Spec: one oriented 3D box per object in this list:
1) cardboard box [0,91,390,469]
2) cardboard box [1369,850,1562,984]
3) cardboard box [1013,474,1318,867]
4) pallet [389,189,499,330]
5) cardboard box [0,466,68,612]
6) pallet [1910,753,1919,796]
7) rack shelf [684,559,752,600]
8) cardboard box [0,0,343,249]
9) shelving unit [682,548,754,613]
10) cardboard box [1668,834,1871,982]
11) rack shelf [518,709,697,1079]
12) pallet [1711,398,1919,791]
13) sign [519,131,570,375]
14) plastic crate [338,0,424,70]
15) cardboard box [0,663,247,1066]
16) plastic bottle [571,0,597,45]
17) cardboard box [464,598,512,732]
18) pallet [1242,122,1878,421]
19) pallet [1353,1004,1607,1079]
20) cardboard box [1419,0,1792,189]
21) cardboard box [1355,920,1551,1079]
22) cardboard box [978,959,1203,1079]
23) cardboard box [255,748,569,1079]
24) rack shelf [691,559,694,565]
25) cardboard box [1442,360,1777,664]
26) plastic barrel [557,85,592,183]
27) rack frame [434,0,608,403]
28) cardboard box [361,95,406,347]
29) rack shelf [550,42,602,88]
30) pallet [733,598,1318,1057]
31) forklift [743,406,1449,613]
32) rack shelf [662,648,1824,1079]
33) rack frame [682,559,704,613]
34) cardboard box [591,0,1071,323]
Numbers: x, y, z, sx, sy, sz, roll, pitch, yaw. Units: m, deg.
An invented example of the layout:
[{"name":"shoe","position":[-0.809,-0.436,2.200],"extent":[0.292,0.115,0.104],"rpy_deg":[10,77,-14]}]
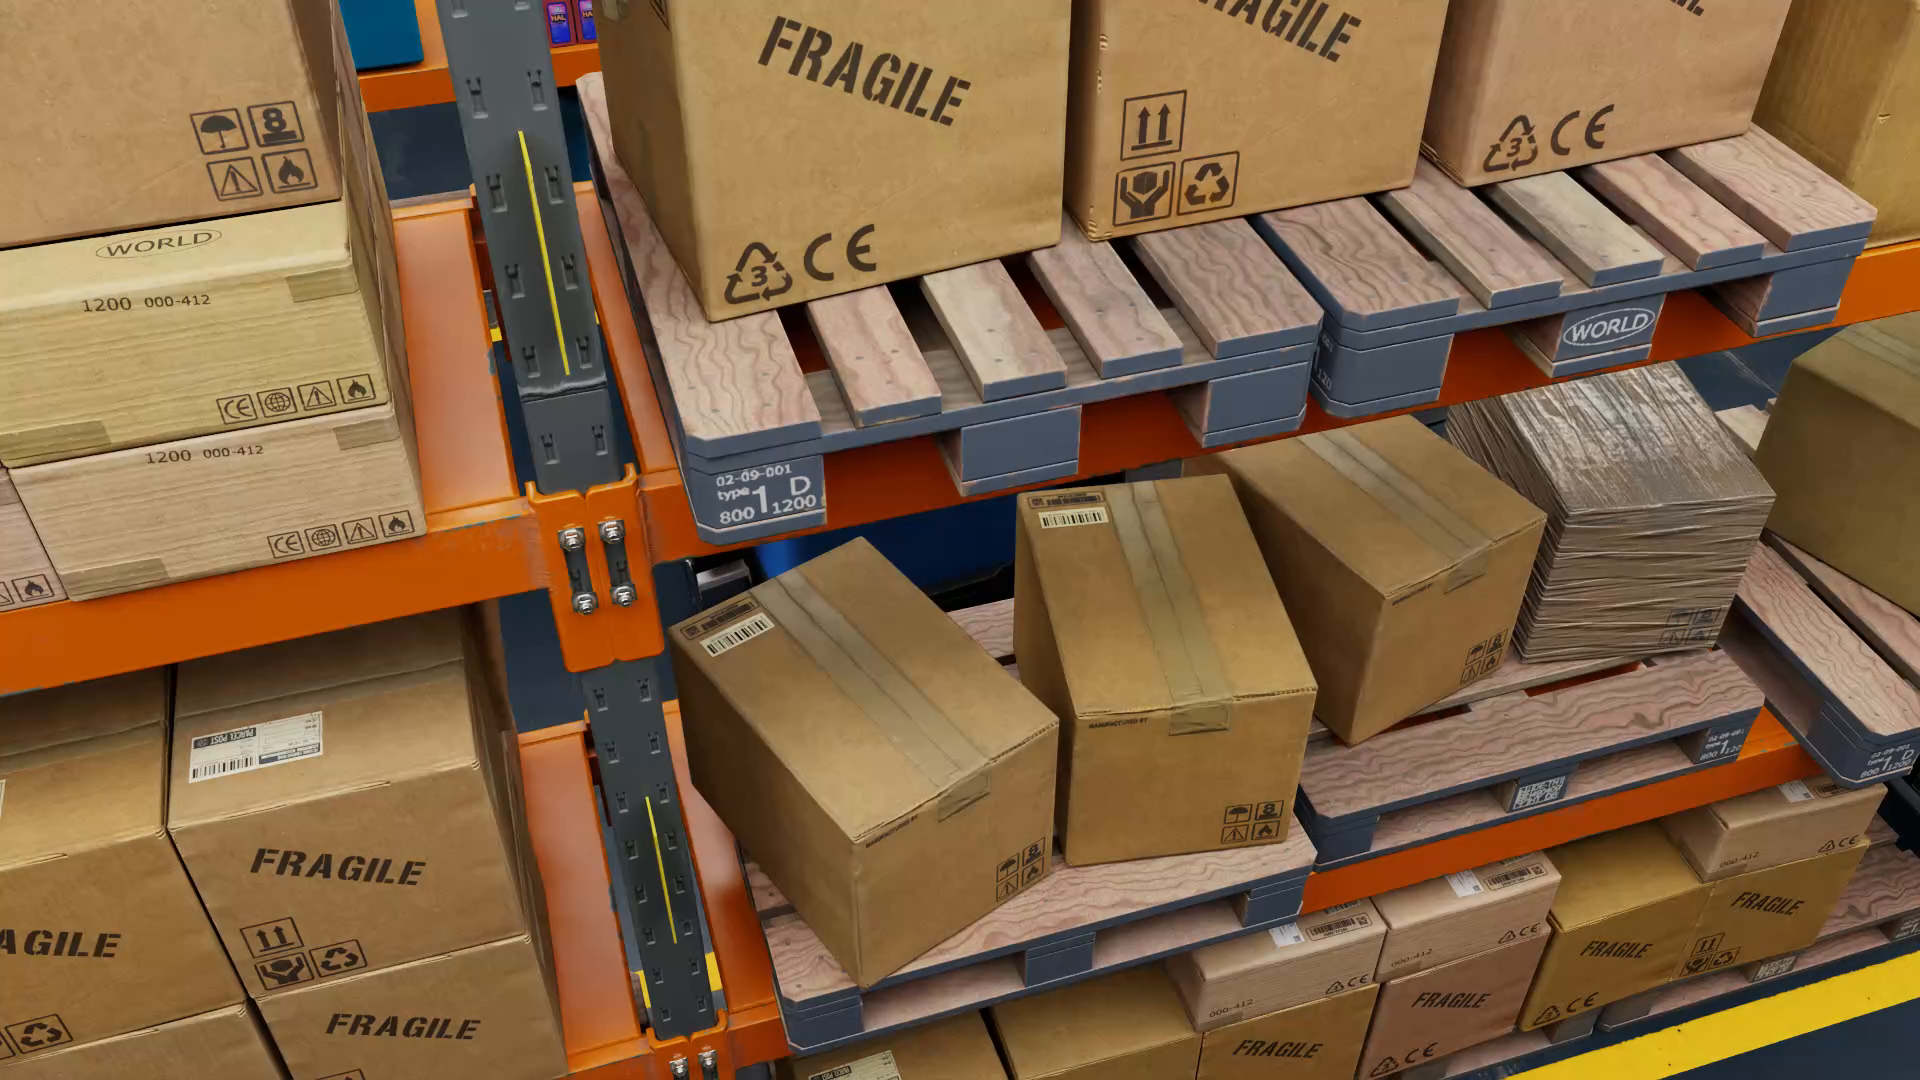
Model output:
[{"name":"cardboard box","position":[-1.110,-0.390,2.371],"extent":[0.500,0.250,0.500],"rpy_deg":[-12,42,-13]},{"name":"cardboard box","position":[1.239,0.858,4.483],"extent":[0.500,0.250,0.500],"rpy_deg":[-12,43,-14]},{"name":"cardboard box","position":[0.428,0.280,3.754],"extent":[0.500,0.500,0.700],"rpy_deg":[-5,41,-6]},{"name":"pallet","position":[-2.902,-1.285,8.060],"extent":[1.213,0.211,1.003],"rpy_deg":[-12,42,-13]},{"name":"cardboard box","position":[-1.592,-0.113,2.434],"extent":[0.500,0.250,0.500],"rpy_deg":[-12,42,-13]},{"name":"pallet","position":[3.884,0.726,5.758],"extent":[1.213,0.211,1.003],"rpy_deg":[-12,42,-13]},{"name":"rack shelf","position":[-0.924,0.089,6.278],"extent":[0.200,0.077,0.258],"rpy_deg":[-19,44,-15]},{"name":"cardboard box","position":[-1.180,-0.819,2.292],"extent":[0.500,0.500,0.700],"rpy_deg":[-12,42,-13]},{"name":"shelving unit","position":[-0.938,-0.067,6.133],"extent":[0.210,0.900,0.258],"rpy_deg":[-19,44,-15]},{"name":"cardboard box","position":[2.266,0.922,4.980],"extent":[0.500,0.500,0.500],"rpy_deg":[-10,42,-11]},{"name":"rack shelf","position":[-2.635,1.271,3.562],"extent":[4.000,0.370,1.077],"rpy_deg":[-12,42,-13]},{"name":"pallet","position":[2.462,0.065,4.542],"extent":[1.003,0.211,1.213],"rpy_deg":[-12,42,-13]},{"name":"sign","position":[-0.558,-0.380,2.233],"extent":[0.005,0.325,0.100],"rpy_deg":[-12,42,-13]},{"name":"plastic crate","position":[-2.555,-2.215,6.972],"extent":[0.575,0.384,0.392],"rpy_deg":[-12,42,-13]},{"name":"cardboard box","position":[-1.620,0.556,2.998],"extent":[0.500,0.500,0.500],"rpy_deg":[-12,43,-14]},{"name":"plastic bottle","position":[-1.607,-2.291,7.182],"extent":[0.133,0.283,0.061],"rpy_deg":[-12,42,-13]},{"name":"cardboard box","position":[-1.262,0.107,3.511],"extent":[0.500,0.500,0.500],"rpy_deg":[-11,42,-12]},{"name":"pallet","position":[0.904,-0.746,3.187],"extent":[1.003,0.211,1.213],"rpy_deg":[-12,42,-13]},{"name":"pallet","position":[1.202,1.227,5.185],"extent":[1.213,0.211,1.003],"rpy_deg":[-12,42,-13]},{"name":"cardboard box","position":[1.046,-1.077,2.952],"extent":[0.600,0.600,0.600],"rpy_deg":[-13,43,-15]},{"name":"cardboard box","position":[1.273,1.132,4.740],"extent":[0.500,0.500,0.500],"rpy_deg":[-13,43,-15]},{"name":"cardboard box","position":[0.312,1.325,4.518],"extent":[0.500,0.500,0.500],"rpy_deg":[-11,42,-12]},{"name":"cardboard box","position":[-1.128,0.827,3.447],"extent":[0.500,0.500,0.500],"rpy_deg":[-11,42,-12]},{"name":"rack shelf","position":[-0.936,-0.043,6.156],"extent":[0.200,0.077,0.258],"rpy_deg":[-19,44,-15]},{"name":"cardboard box","position":[1.591,-0.125,4.218],"extent":[0.500,0.500,0.700],"rpy_deg":[-4,41,-5]},{"name":"plastic barrel","position":[-1.688,-1.969,8.000],"extent":[0.708,0.901,0.600],"rpy_deg":[-12,42,-13]},{"name":"rack frame","position":[-0.728,-1.654,1.804],"extent":[0.127,3.000,1.000],"rpy_deg":[-12,42,-13]},{"name":"cardboard box","position":[-1.266,-0.527,2.908],"extent":[0.500,0.250,0.500],"rpy_deg":[-12,42,-13]},{"name":"rack shelf","position":[-0.305,-2.629,8.026],"extent":[4.000,0.370,1.077],"rpy_deg":[-12,42,-13]},{"name":"pallet","position":[0.067,0.588,3.943],"extent":[1.213,0.211,1.003],"rpy_deg":[-12,42,-13]},{"name":"forklift","position":[0.574,-1.270,5.976],"extent":[3.031,2.935,1.130],"rpy_deg":[-16,44,-18]},{"name":"rack shelf","position":[1.180,0.481,4.467],"extent":[4.000,0.370,1.077],"rpy_deg":[-12,42,-13]},{"name":"rack frame","position":[-1.031,-0.035,6.107],"extent":[0.006,0.900,0.240],"rpy_deg":[-19,44,-15]},{"name":"cardboard box","position":[-0.225,-0.812,2.648],"extent":[0.600,0.600,0.600],"rpy_deg":[-16,43,-17]}]
